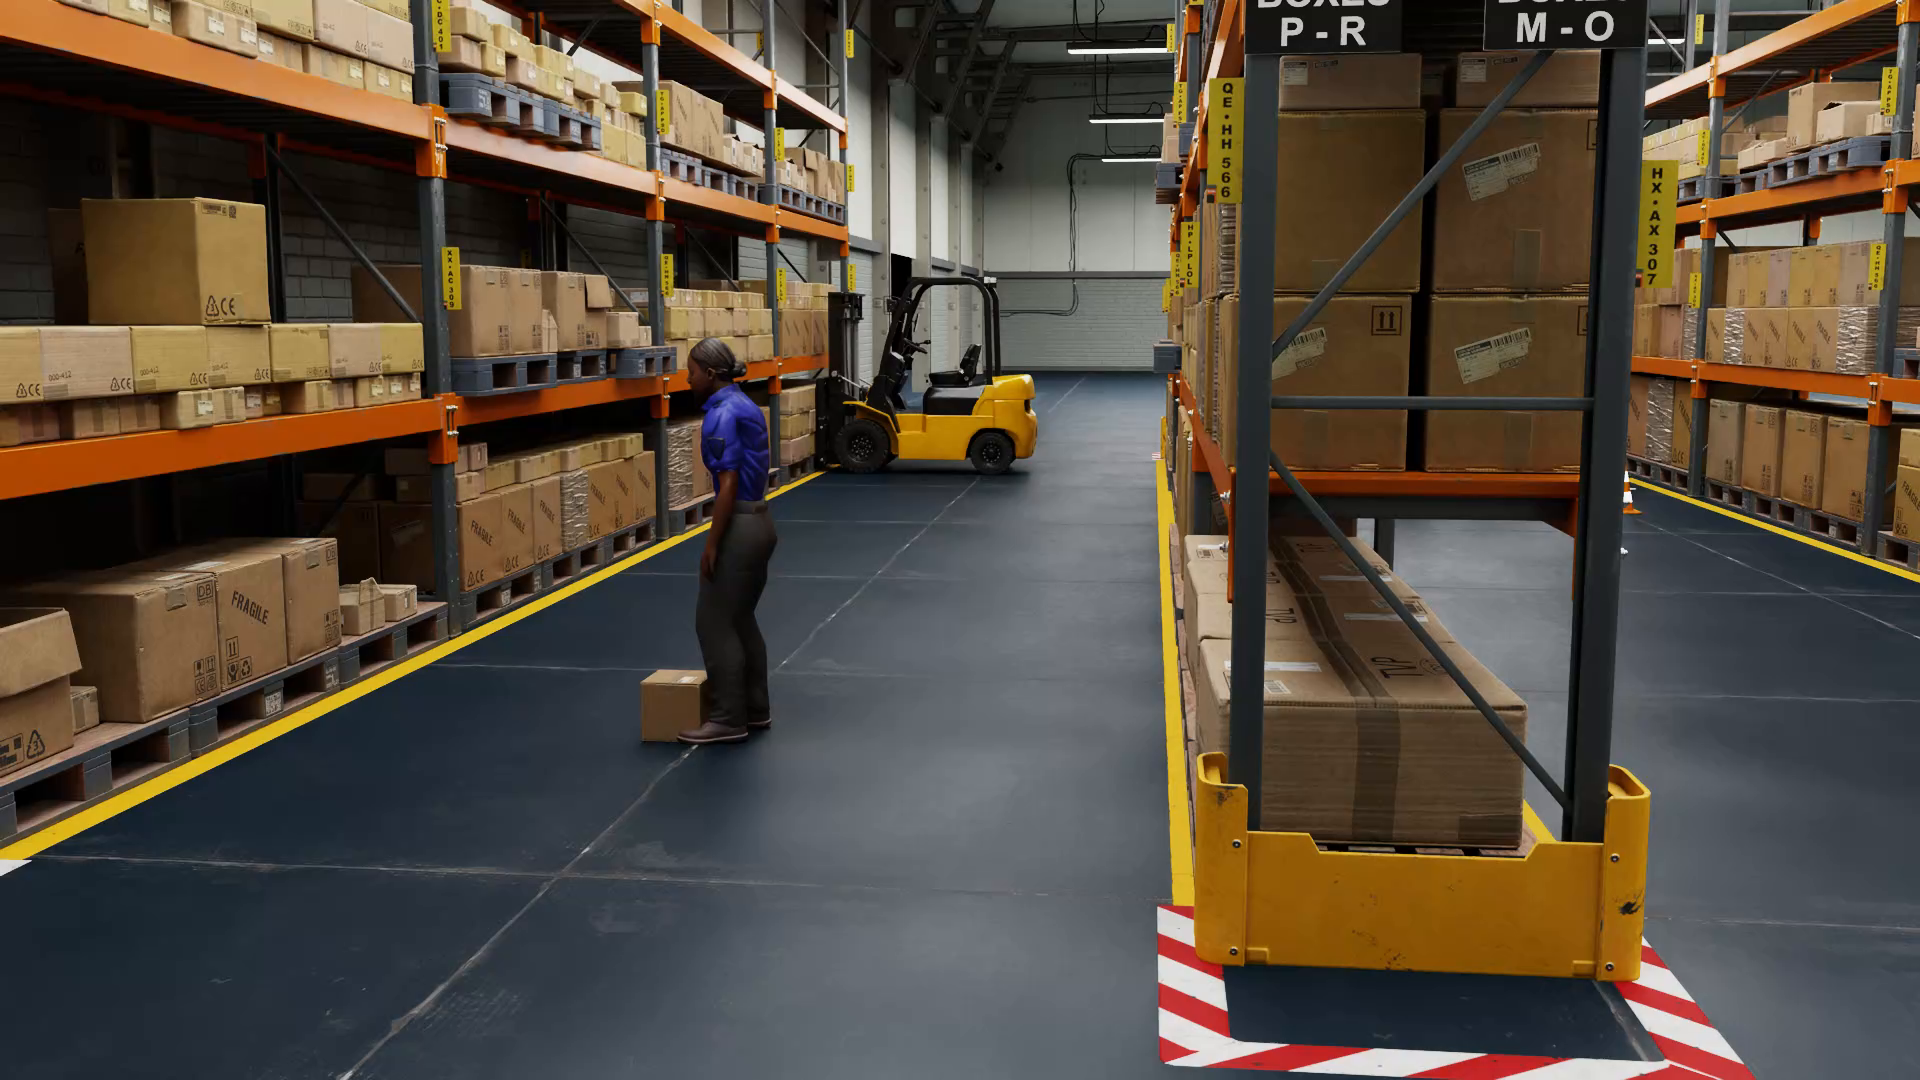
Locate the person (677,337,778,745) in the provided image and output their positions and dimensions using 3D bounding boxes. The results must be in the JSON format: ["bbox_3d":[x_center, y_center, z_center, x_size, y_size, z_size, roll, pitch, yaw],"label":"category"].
[{"bbox_3d":[-0.960,-0.003,6.836,0.391,1.655,0.505,1,8,7],"label":"person"}]
